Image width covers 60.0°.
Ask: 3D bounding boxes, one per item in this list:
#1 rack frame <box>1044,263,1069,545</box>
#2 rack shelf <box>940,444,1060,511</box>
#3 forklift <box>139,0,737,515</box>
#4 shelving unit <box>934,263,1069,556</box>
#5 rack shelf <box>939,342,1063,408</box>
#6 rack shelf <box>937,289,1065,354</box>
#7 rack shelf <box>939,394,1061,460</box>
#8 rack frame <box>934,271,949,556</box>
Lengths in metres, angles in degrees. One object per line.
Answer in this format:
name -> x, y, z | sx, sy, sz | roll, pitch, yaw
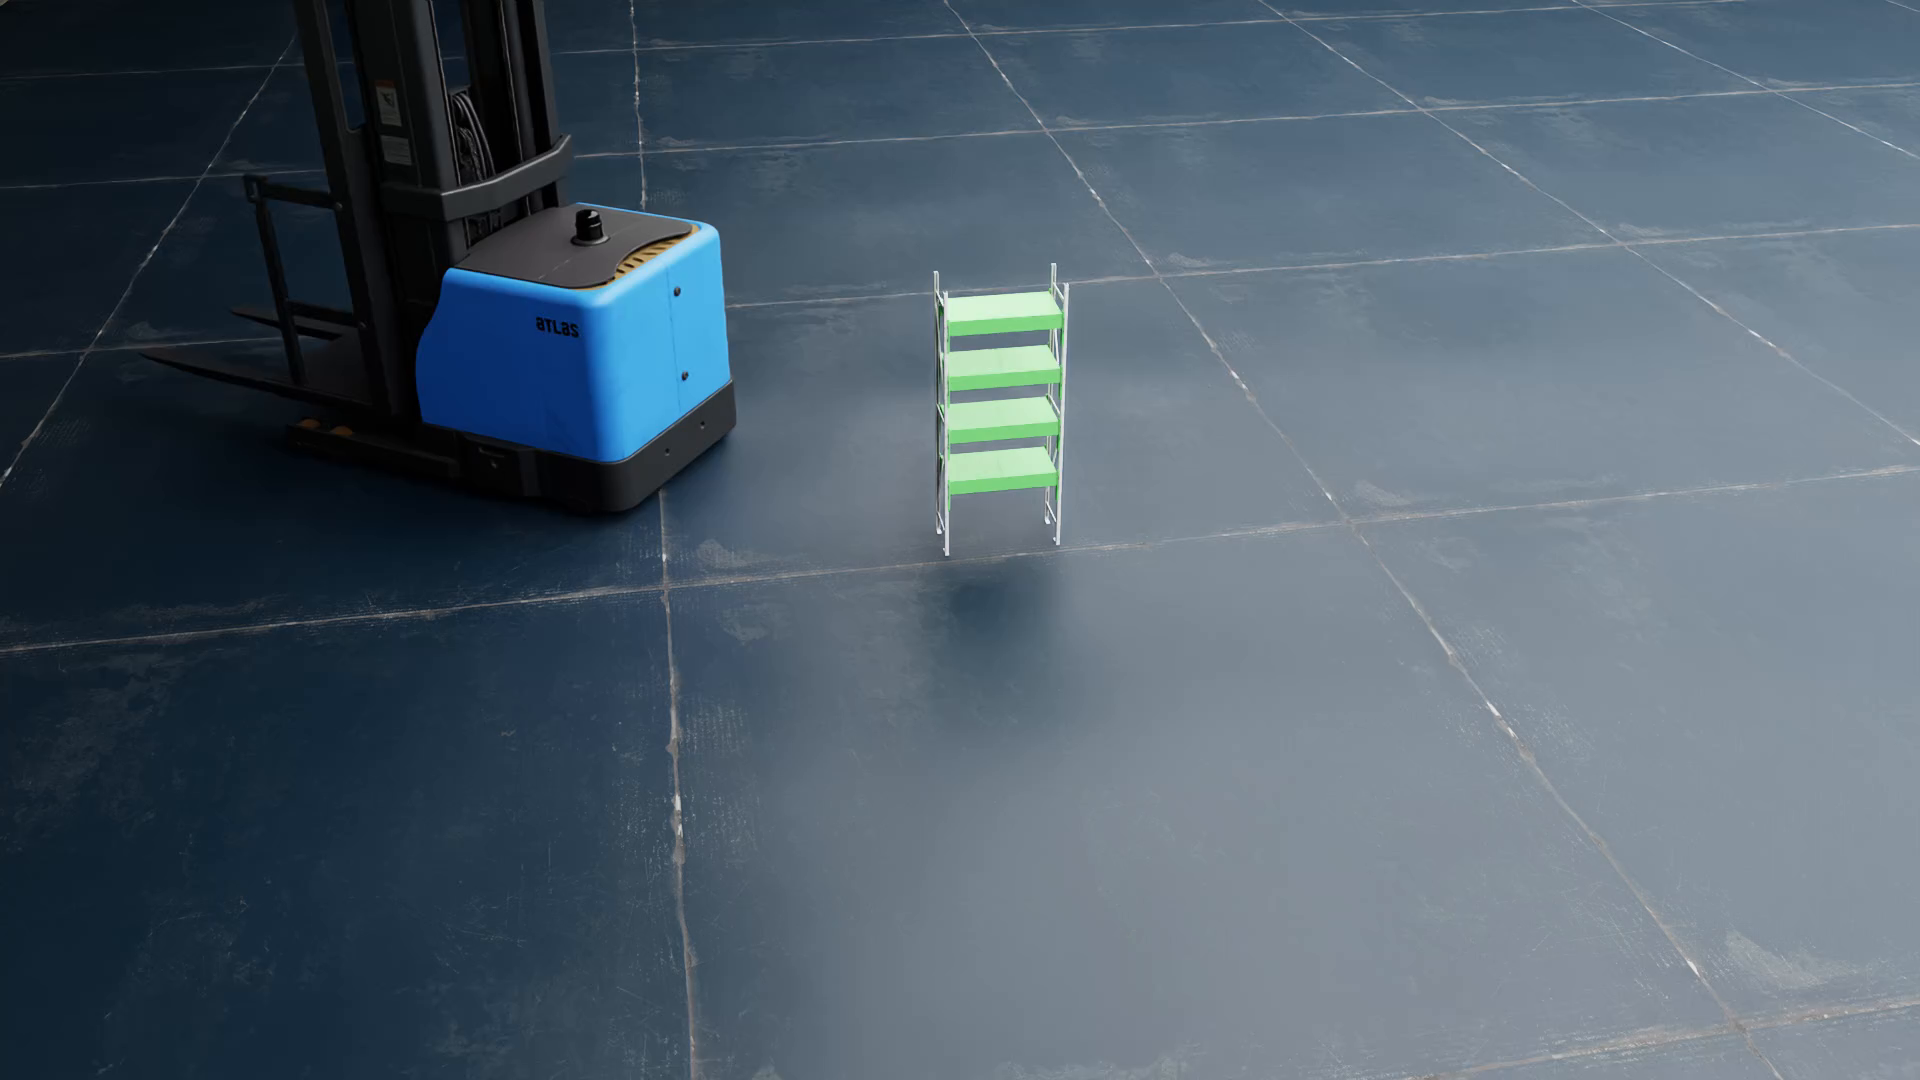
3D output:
rack frame -> 0.403, -0.555, 7.009 | 0.015, 1.200, 0.240 | -5, 31, -9
rack shelf -> 0.163, -0.270, 7.126 | 0.480, 0.148, 0.258 | -5, 31, -9
forklift -> -2.646, -1.862, 7.525 | 3.031, 2.935, 1.130 | 13, 33, 21
shelving unit -> 0.163, -0.532, 6.972 | 0.503, 1.200, 0.258 | -5, 31, -9
rack shelf -> 0.163, -0.684, 6.882 | 0.480, 0.148, 0.258 | -5, 31, -9
rack shelf -> 0.163, -0.891, 6.761 | 0.480, 0.148, 0.258 | -5, 31, -9
rack shelf -> 0.163, -0.477, 7.004 | 0.480, 0.148, 0.258 | -5, 31, -9
rack frame -> -0.077, -0.510, 6.934 | 0.015, 1.200, 0.240 | -5, 31, -9
